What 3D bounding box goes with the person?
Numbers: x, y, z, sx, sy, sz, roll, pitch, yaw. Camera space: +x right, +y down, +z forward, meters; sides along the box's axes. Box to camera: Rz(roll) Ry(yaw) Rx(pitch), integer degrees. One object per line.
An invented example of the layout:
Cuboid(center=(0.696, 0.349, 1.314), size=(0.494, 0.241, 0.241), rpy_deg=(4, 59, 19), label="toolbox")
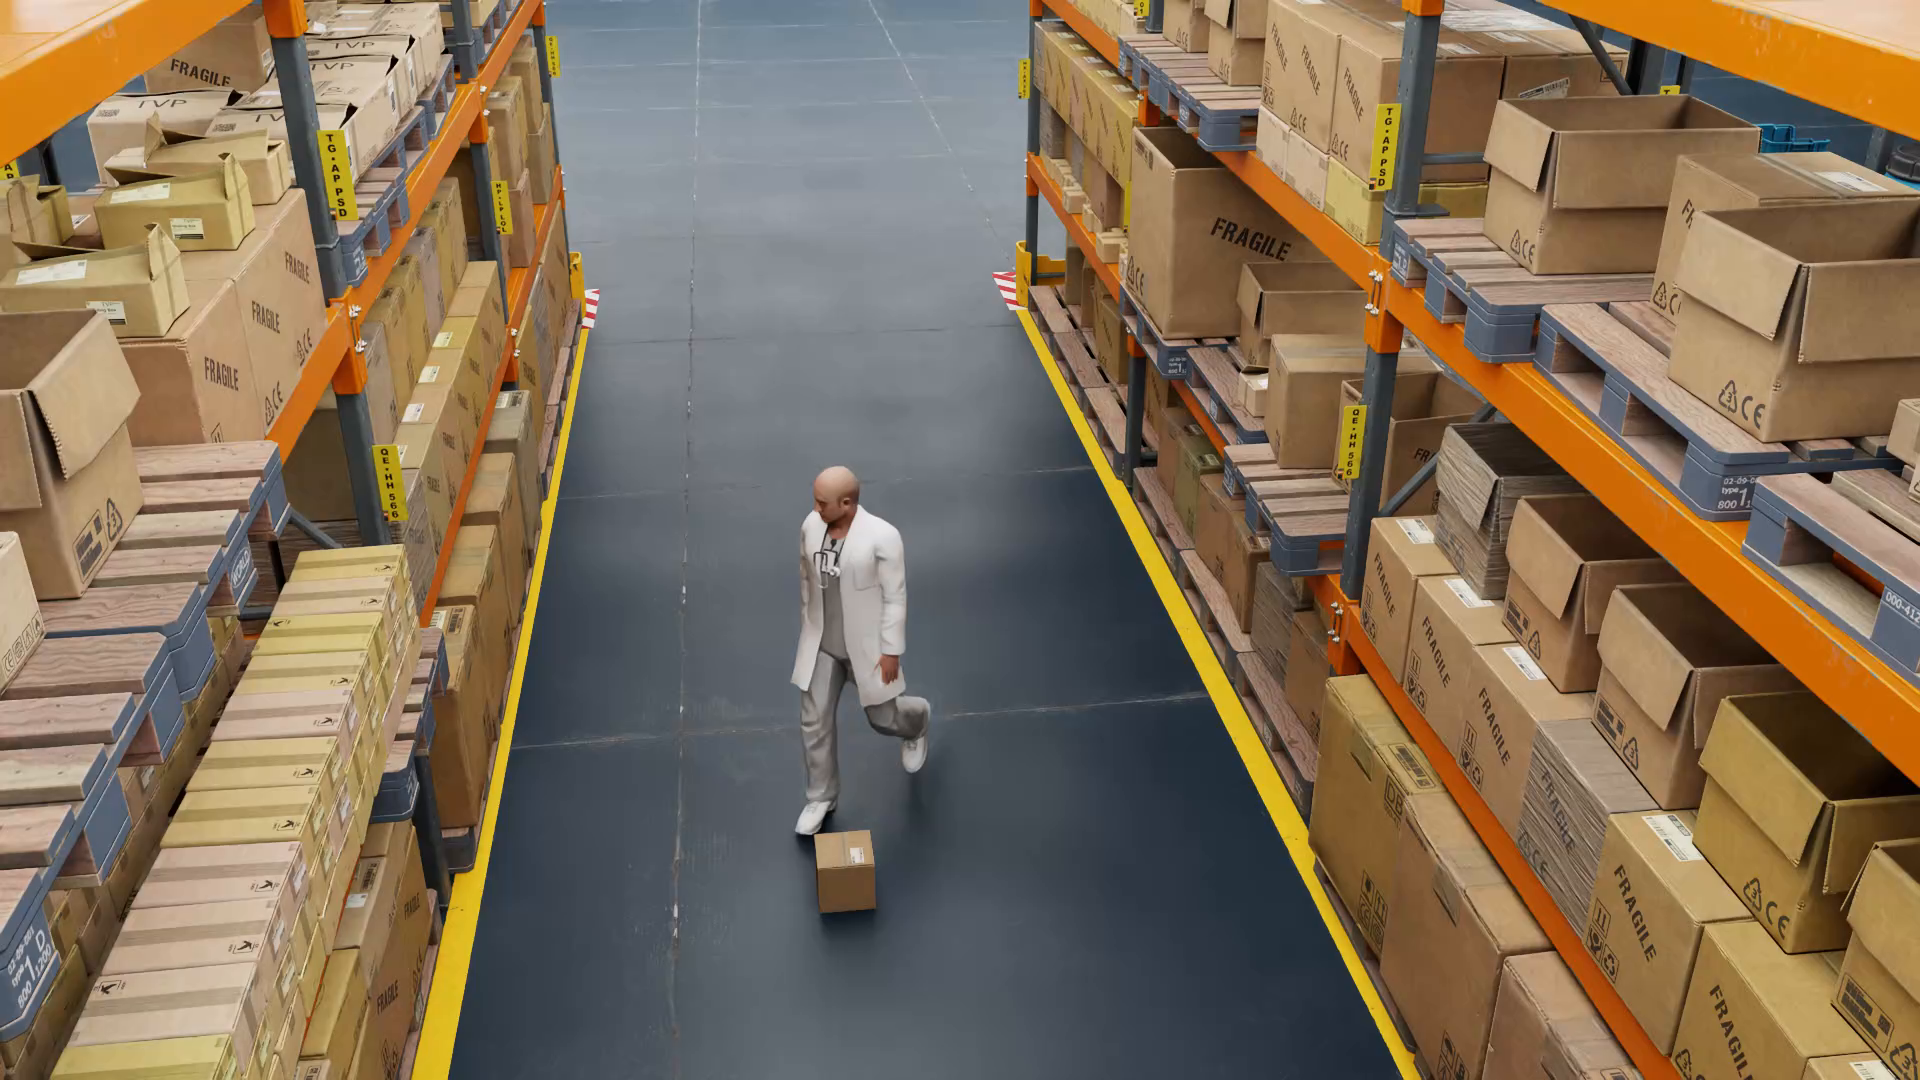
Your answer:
Cuboid(center=(-0.496, 0.446, 7.733), size=(0.597, 1.752, 0.943), rpy_deg=(12, 29, 22), label="person")
